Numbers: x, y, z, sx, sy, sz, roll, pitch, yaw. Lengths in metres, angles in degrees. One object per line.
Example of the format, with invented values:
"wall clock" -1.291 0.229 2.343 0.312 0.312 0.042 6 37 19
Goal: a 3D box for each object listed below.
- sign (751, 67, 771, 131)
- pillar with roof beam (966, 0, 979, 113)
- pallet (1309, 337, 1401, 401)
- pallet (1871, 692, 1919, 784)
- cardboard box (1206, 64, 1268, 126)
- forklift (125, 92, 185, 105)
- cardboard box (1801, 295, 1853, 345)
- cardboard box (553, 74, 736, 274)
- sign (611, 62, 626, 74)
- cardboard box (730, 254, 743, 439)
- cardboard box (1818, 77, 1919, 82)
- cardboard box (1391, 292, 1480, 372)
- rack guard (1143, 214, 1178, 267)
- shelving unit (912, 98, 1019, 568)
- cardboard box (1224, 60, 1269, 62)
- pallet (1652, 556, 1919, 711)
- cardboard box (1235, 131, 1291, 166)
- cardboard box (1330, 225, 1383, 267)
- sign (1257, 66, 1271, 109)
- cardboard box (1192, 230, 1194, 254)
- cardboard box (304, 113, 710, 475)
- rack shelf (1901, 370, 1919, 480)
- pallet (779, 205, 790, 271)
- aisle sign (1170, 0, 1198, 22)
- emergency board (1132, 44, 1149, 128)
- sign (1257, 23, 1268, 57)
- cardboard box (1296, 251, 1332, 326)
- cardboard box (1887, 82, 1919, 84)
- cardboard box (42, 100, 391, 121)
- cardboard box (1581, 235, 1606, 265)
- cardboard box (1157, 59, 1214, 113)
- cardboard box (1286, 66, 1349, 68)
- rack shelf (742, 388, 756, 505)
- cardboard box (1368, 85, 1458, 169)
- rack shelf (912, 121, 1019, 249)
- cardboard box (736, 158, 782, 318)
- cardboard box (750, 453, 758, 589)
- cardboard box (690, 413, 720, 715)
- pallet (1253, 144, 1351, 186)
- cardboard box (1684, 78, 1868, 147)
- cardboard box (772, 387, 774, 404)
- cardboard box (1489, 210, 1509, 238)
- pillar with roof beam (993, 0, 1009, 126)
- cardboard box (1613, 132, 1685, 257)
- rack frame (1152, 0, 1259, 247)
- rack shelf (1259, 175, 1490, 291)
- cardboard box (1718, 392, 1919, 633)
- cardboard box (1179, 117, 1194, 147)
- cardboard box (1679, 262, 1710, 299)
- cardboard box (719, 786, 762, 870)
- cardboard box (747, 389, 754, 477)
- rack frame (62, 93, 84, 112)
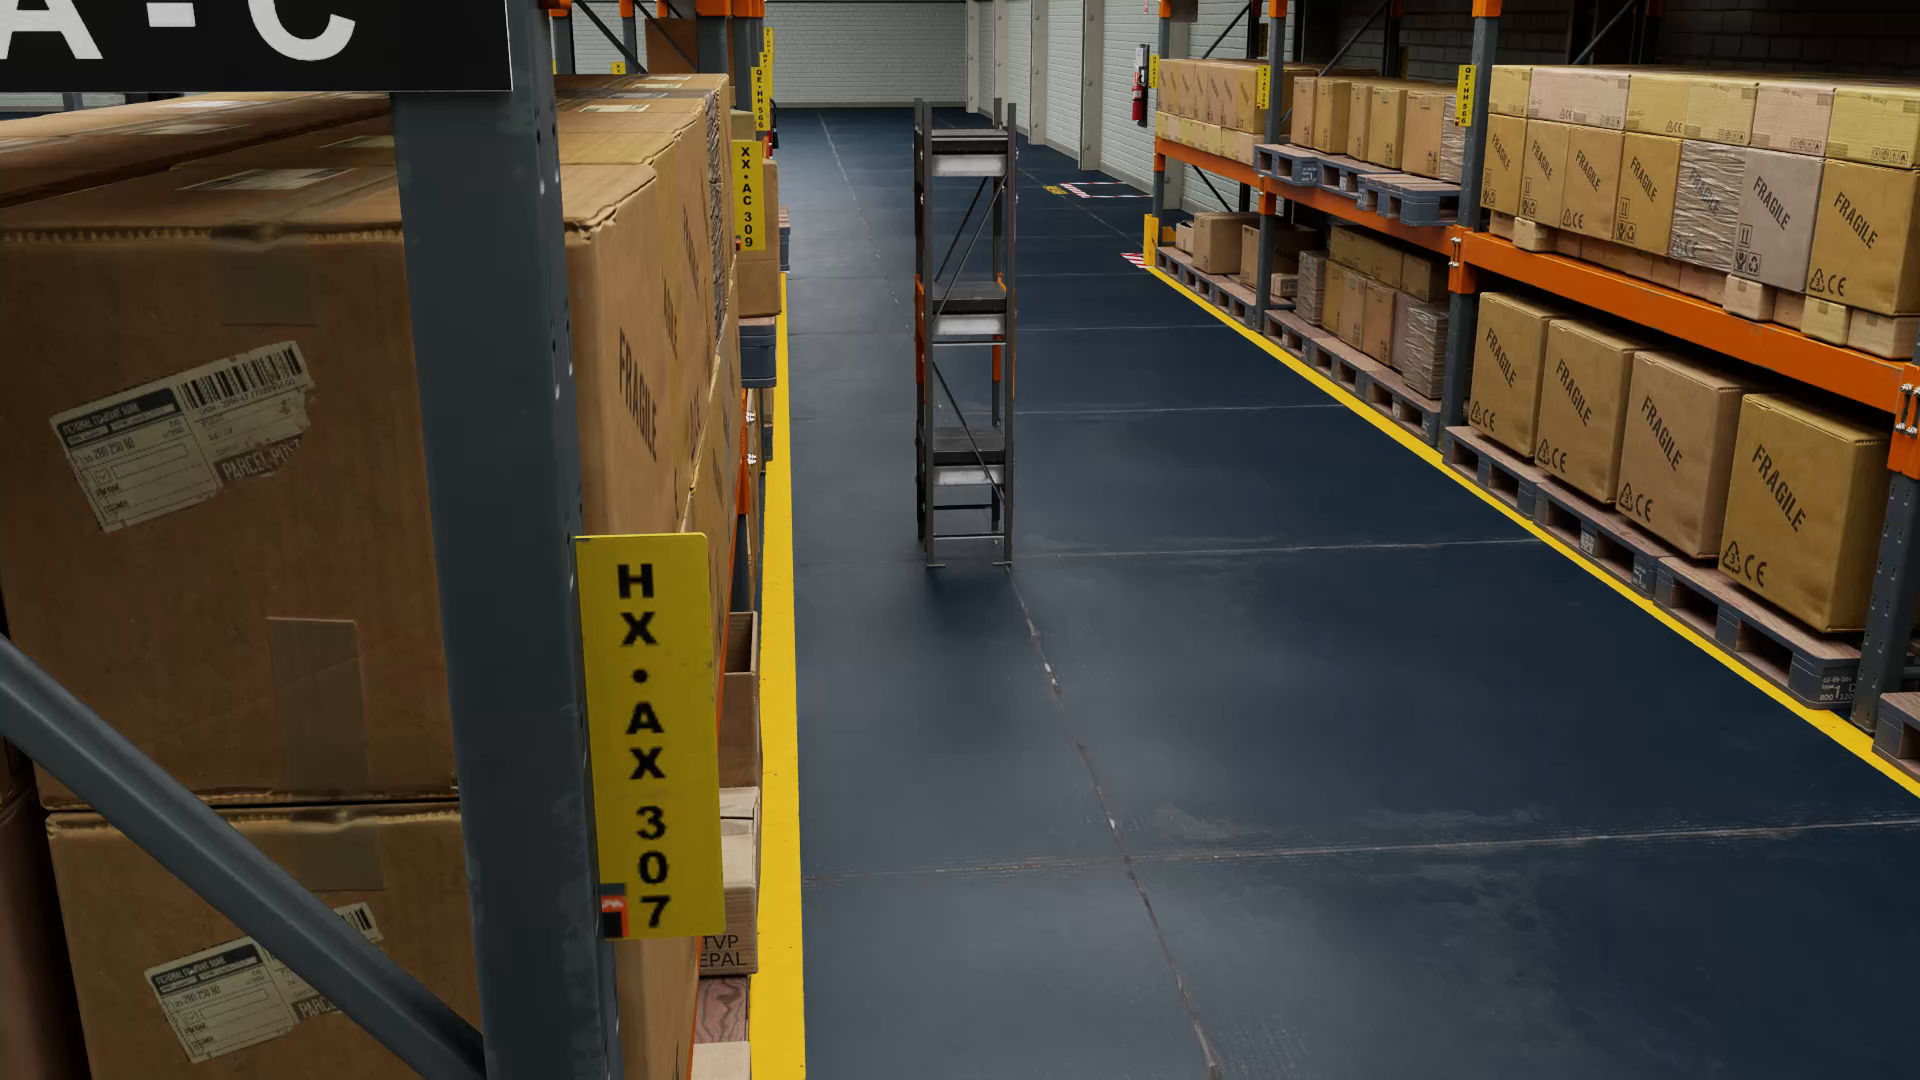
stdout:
"sign" -1.058 -2.336 8.809 0.100 0.325 0.005 -2 18 -6
"pillar with roof beam" -3.939 -15.825 43.560 9.100 9.000 0.400 -2 18 -6
"pallet" 3.128 -1.221 11.714 1.003 0.211 1.213 -2 18 -6
"pallet" 3.743 0.795 5.292 1.003 0.211 1.213 -2 18 -6
"cardboard box" 2.463 -3.874 14.473 0.500 0.500 0.500 -2 18 -7
"forklift" -3.186 -1.443 7.880 1.130 2.935 3.031 -3 18 -9
"cardboard box" 3.377 -0.820 6.168 0.380 0.149 0.250 -1 17 -5
"cardboard box" -0.875 -0.992 4.493 0.500 0.500 0.500 -2 18 -5
"sign" -2.561 -3.427 12.507 0.100 0.325 0.005 -2 18 -6
"cardboard box" -0.878 -0.517 4.648 0.500 0.500 0.500 -1 17 -5
"cardboard box" 3.837 -1.771 6.862 0.500 0.250 0.500 -2 18 -7
"cardboard box" 3.266 -1.343 10.886 0.700 0.500 0.500 -2 18 -6
"rack guard" 2.513 -3.124 17.294 1.175 0.500 0.348 -2 18 -6
"shelving unit" 0.017 -0.952 7.705 0.431 2.100 0.503 -2 18 -6
"cardboard box" 2.807 -4.351 15.993 0.500 0.500 0.500 -2 17 -5
"pallet" 3.588 0.339 6.746 1.003 0.211 1.213 -2 18 -6
"cardboard box" 2.567 -3.217 13.634 0.500 0.250 0.500 -2 18 -6
"cardboard box" 3.059 -2.173 12.277 0.500 0.250 0.500 -2 18 -7
"sign" 2.378 -3.542 13.005 0.100 0.325 0.005 -2 18 -6
"cardboard box" 2.546 -2.888 16.122 0.500 0.311 0.500 0 17 -1
"cardboard box" -0.663 -0.388 2.569 0.500 0.500 0.500 -2 17 -5
"rack shelf" 3.949 0.175 3.813 1.077 0.370 4.000 -2 18 -6
"pallet" -1.457 -1.510 8.301 1.213 0.211 1.003 -2 18 -6
"aisle sign" 2.199 -5.592 16.641 0.394 0.787 0.004 -2 18 -6
"emergency board" 2.602 -6.683 24.455 0.194 1.169 0.643 -2 18 -6
"sign" 3.059 -5.054 16.806 0.100 0.325 0.005 -2 18 -6
"cardboard box" 3.010 -1.946 12.807 0.700 0.500 0.500 -1 17 -4
"cardboard box" 3.894 -1.622 6.386 0.500 0.250 0.500 -2 17 -5
"cardboard box" -1.255 -0.525 3.005 0.500 0.500 0.500 -1 17 -4
"cardboard box" 3.278 -1.435 8.126 0.380 0.149 0.250 -1 17 -4
"cardboard box" 2.255 -4.484 16.416 0.500 0.500 0.500 -2 18 -6
"cardboard box" 3.027 -3.744 14.060 0.500 0.500 0.500 -2 18 -6
"rack shelf" -1.391 -0.863 7.118 1.077 0.370 4.000 -2 18 -6
"cardboard box" 3.121 -2.724 10.944 0.700 0.500 0.500 -2 18 -6
"rack shelf" 0.017 -1.607 7.500 0.431 0.518 0.480 -2 18 -6
"cardboard box" -1.011 -1.006 5.506 0.700 0.500 0.500 -8 19 -24
"cardboard box" -1.102 -0.087 6.884 0.500 0.500 0.500 -2 17 -5
"cardboard box" -0.663 0.090 2.714 0.500 0.500 0.500 -2 18 -6
"pallet" 2.852 -2.824 12.484 1.003 0.211 1.213 -2 18 -6
"cardboard box" 3.344 -1.757 6.817 0.500 0.250 0.500 -1 17 -5
"cardboard box" -1.412 -1.005 10.260 0.500 0.250 0.500 -2 18 -7
"cardboard box" 3.134 -1.740 9.099 0.380 0.149 0.250 -2 18 -6
"pillar with roof beam" -3.320 -14.037 37.866 9.100 9.000 0.400 -2 18 -6
"cardboard box" 3.282 -1.543 7.388 0.500 0.500 0.500 -1 17 -4
"rack frame" 2.505 -4.339 16.991 1.000 3.000 0.127 -2 18 -6
"rack shelf" 3.124 -2.209 11.405 1.077 0.370 4.000 -2 18 -6
"cardboard box" 3.546 -0.129 6.467 0.750 0.750 0.750 -2 17 -5
"cardboard box" 2.354 -3.816 15.541 0.500 0.250 0.500 -2 18 -7
"cardboard box" 3.339 -1.126 7.141 0.380 0.149 0.250 -2 18 -7
"cardboard box" -0.745 0.811 4.611 0.380 0.149 0.250 -2 18 -6
"cardboard box" -1.095 -0.435 6.741 0.500 0.250 0.500 -2 18 -6
"rack frame" -6.937 -2.842 12.220 1.000 3.000 0.127 -2 18 -6
